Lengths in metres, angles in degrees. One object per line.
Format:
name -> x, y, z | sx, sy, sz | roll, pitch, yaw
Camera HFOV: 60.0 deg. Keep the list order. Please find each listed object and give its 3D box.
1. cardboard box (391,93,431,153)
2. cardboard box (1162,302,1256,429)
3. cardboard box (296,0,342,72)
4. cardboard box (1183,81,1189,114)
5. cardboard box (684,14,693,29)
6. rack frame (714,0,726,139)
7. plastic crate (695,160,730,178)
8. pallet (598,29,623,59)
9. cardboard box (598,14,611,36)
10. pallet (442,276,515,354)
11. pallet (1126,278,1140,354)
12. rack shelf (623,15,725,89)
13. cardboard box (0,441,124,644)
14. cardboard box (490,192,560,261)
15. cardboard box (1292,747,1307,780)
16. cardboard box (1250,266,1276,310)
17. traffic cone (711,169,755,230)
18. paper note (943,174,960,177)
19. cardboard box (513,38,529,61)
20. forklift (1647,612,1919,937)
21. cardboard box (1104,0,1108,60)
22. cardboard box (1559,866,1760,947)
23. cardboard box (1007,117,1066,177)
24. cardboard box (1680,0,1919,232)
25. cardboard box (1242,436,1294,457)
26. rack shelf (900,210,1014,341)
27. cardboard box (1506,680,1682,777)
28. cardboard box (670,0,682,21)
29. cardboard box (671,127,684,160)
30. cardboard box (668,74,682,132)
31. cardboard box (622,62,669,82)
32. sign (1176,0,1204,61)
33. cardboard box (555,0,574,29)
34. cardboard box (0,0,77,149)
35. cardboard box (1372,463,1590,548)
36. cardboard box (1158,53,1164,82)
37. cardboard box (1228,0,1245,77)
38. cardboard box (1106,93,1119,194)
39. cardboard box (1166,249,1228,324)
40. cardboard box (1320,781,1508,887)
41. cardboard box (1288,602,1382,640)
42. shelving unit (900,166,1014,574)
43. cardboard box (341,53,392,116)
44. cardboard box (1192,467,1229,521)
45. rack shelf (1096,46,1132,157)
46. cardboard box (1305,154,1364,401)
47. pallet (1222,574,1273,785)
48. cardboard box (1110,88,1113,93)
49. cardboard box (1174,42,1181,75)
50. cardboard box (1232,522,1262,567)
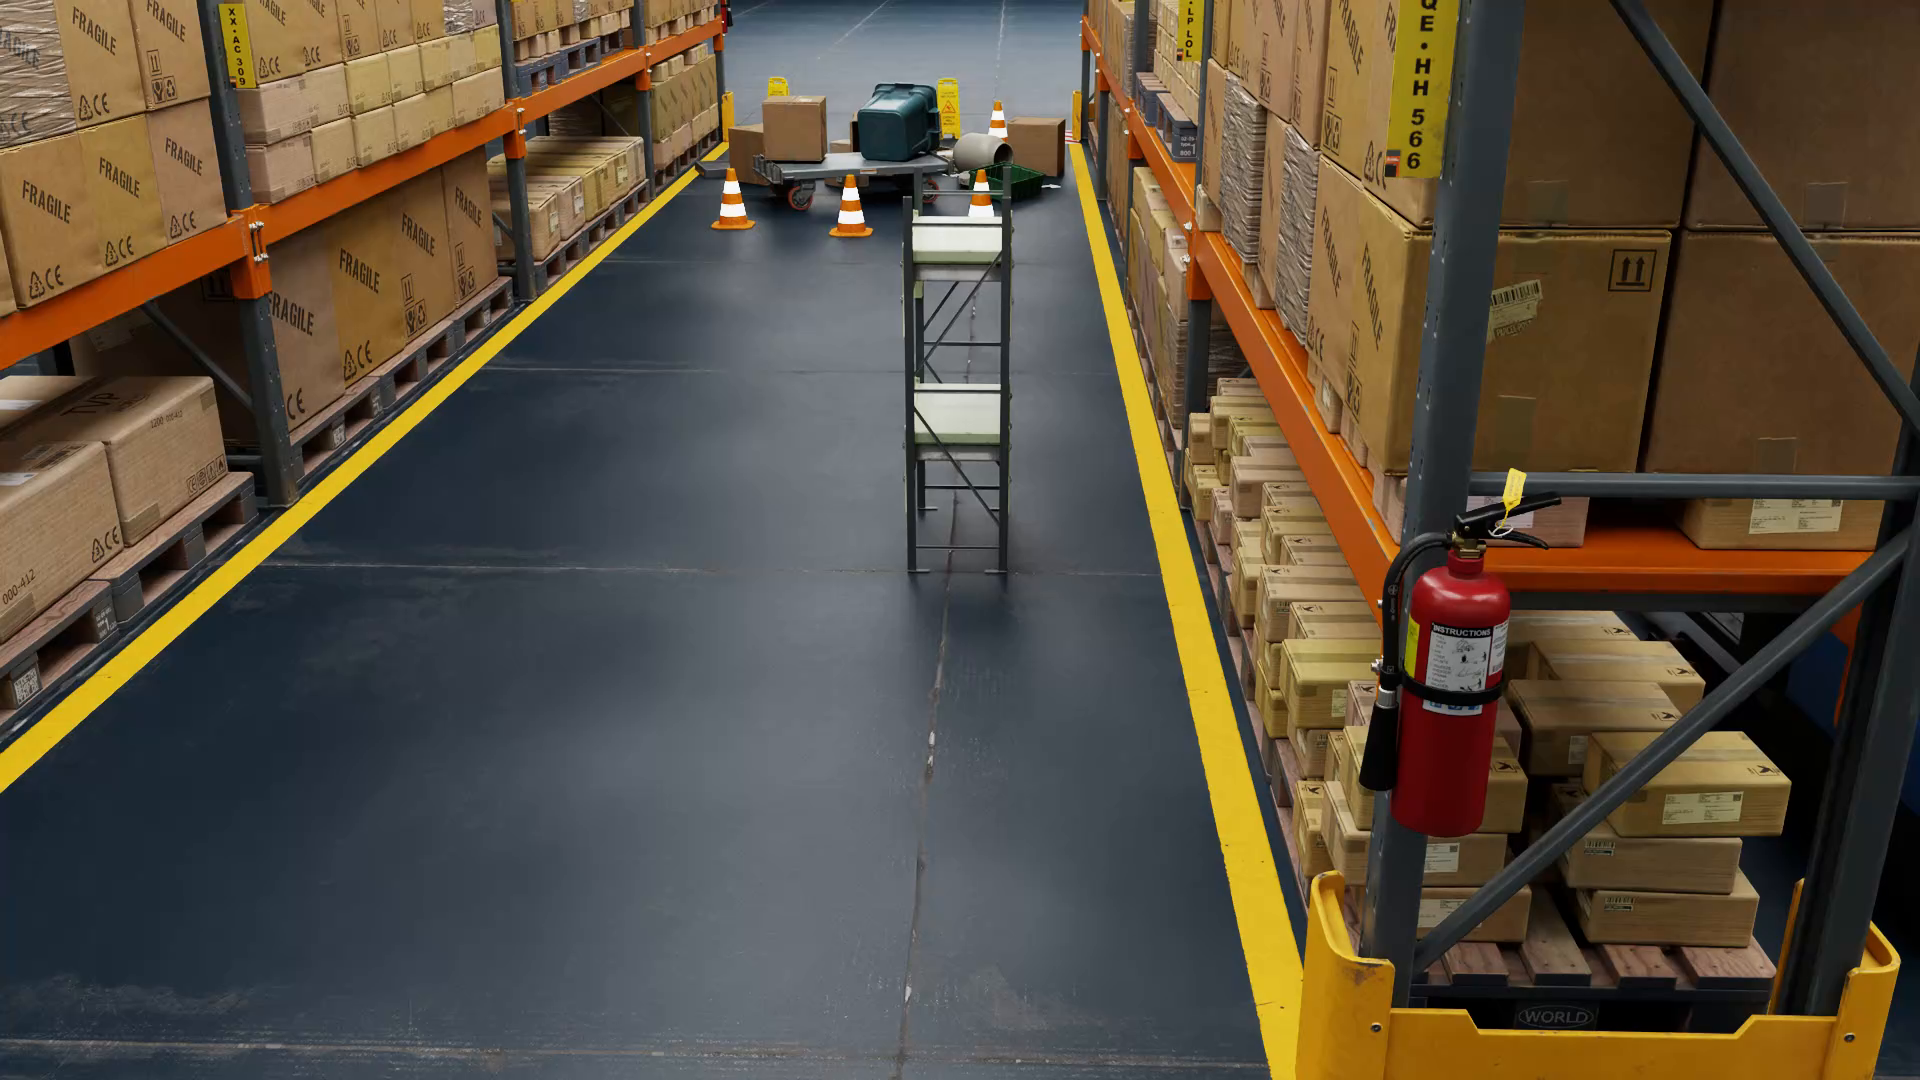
cardboard box -> -3.125, -2.198, 8.754 | 0.500, 0.250, 0.500 | 0, 21, 1
cardboard box -> 1.249, -0.841, 7.926 | 0.500, 0.500, 0.500 | 0, 21, 1
cardboard box -> -3.184, -2.411, 7.577 | 0.500, 0.500, 0.500 | 1, 21, 1
cardboard box -> 1.329, -2.236, 8.412 | 0.380, 0.149, 0.250 | 2, 21, 4
cardboard box -> -2.874, -5.179, 16.578 | 0.380, 0.149, 0.250 | 0, 21, 1
rack frame -> -3.108, -5.897, 18.081 | 1.000, 3.000, 0.127 | 1, 21, 2
plastic crate -> -2.362, -3.649, 16.322 | 0.402, 0.080, 0.583 | -7, 22, -17
pallet -> -3.398, -4.087, 13.680 | 1.003, 0.211, 1.213 | 1, 21, 2
cardboard box -> -2.971, -4.060, 13.112 | 0.380, 0.149, 0.250 | 1, 21, 2
pallet -> -3.450, -1.421, 10.398 | 1.003, 0.211, 1.213 | 1, 21, 2
pallet -> 1.575, -1.404, 10.356 | 1.003, 0.211, 1.213 | 1, 21, 2
rack shelf -> -3.168, -4.839, 16.348 | 1.077, 0.370, 4.000 | 1, 21, 2
cardboard box -> -3.626, -0.010, 5.870 | 0.875, 0.438, 0.875 | 0, 21, 0
cardboard box -> -3.324, -2.180, 11.552 | 0.950, 0.372, 0.625 | -1, 21, -2
cardboard box -> 1.159, 0.568, 4.778 | 0.380, 0.149, 0.250 | 1, 21, 2
cardboard box -> 1.151, -0.848, 5.415 | 0.380, 0.149, 0.250 | 2, 21, 4
traffic cone -> -1.868, -2.805, 13.617 | 0.336, 0.463, 0.334 | 1, 21, 2
paper note -> -0.066, -3.556, 16.163 | 0.172, 0.023, 0.155 | 8, 23, 20
cardboard box -> -3.113, -3.301, 11.156 | 0.380, 0.149, 0.250 | -1, 21, -2
forklift -> 2.961, -0.781, 4.990 | 1.130, 2.935, 3.031 | -1, 21, -2
cardboard box -> 1.422, -4.110, 13.337 | 0.500, 0.500, 0.500 | 1, 21, 2
cardboard box -> 1.693, 0.853, 4.044 | 0.380, 0.149, 0.250 | 1, 21, 3
cardboard box -> 0.743, -3.842, 16.235 | 0.500, 0.500, 0.500 | 4, 22, 11
cardboard box -> 1.636, -0.905, 3.283 | 0.500, 0.500, 0.500 | 1, 21, 1
cardboard box -> 1.250, -0.277, 6.134 | 0.380, 0.149, 0.250 | 0, 21, 0
rack shelf -> 0.000, -1.065, 6.623 | 0.431, 0.370, 0.720 | 1, 21, 2
cardboard box -> 1.600, 0.475, 4.196 | 0.380, 0.149, 0.250 | 1, 21, 3
cardboard box -> -2.917, -5.156, 15.620 | 0.500, 0.500, 0.500 | 0, 21, 1
cardboard box -> -2.936, -3.768, 15.815 | 0.500, 0.250, 0.500 | 2, 21, 5
cardboard box -> -2.937, -4.119, 15.681 | 0.500, 0.500, 0.500 | 1, 21, 4
cardboard box -> -2.878, -4.272, 15.179 | 0.380, 0.149, 0.250 | 1, 21, 2
sign -> 0.923, -2.085, 6.656 | 0.100, 0.325, 0.005 | 1, 21, 2
cardboard box -> -3.088, -3.927, 11.872 | 0.500, 0.500, 0.500 | 1, 21, 3
cardboard box -> -3.241, -1.530, 5.305 | 0.500, 0.500, 0.500 | 1, 21, 2
cardboard box -> 1.084, -0.098, 3.483 | 0.380, 0.149, 0.250 | 1, 21, 2
cardboard box -> 1.376, -2.809, 9.888 | 0.380, 0.149, 0.250 | 2, 21, 4
cardboard box -> 1.220, -1.844, 5.703 | 0.500, 0.500, 0.500 | 0, 21, 0
cardboard box -> 1.793, -3.355, 14.058 | 1.050, 0.750, 0.750 | 1, 21, 1
cardboard box -> 1.248, -1.193, 7.795 | 0.500, 0.250, 0.500 | 0, 21, 0
cardboard box -> 1.087, 0.706, 4.011 | 0.380, 0.149, 0.250 | 0, 21, 0
cardboard box -> 1.137, 0.289, 4.675 | 0.380, 0.149, 0.250 | 0, 21, -1
shelving unit -> 0.000, -0.702, 6.764 | 0.431, 1.500, 0.755 | 1, 21, 2
cardboard box -> -3.148, -2.249, 8.194 | 0.500, 0.250, 0.500 | 1, 21, 2
cardboard box -> 1.138, -0.183, 6.714 | 0.380, 0.149, 0.250 | 1, 21, 3
rack shelf -> 1.661, -3.375, 12.574 | 1.077, 0.370, 4.000 | 1, 21, 2
cardboard box -> 1.134, -0.631, 3.959 | 0.500, 0.500, 0.500 | 0, 21, 1
pallet -> 1.459, 0.445, 5.590 | 1.003, 0.211, 1.213 | 1, 21, 2
cardboard box -> 1.811, -3.865, 15.200 | 0.875, 0.875, 0.875 | 1, 21, 2
cardboard box -> 1.347, -2.566, 8.851 | 0.380, 0.149, 0.250 | 0, 21, 1
cardboard box -> 1.144, 0.050, 5.703 | 0.380, 0.149, 0.250 | 0, 21, 1
